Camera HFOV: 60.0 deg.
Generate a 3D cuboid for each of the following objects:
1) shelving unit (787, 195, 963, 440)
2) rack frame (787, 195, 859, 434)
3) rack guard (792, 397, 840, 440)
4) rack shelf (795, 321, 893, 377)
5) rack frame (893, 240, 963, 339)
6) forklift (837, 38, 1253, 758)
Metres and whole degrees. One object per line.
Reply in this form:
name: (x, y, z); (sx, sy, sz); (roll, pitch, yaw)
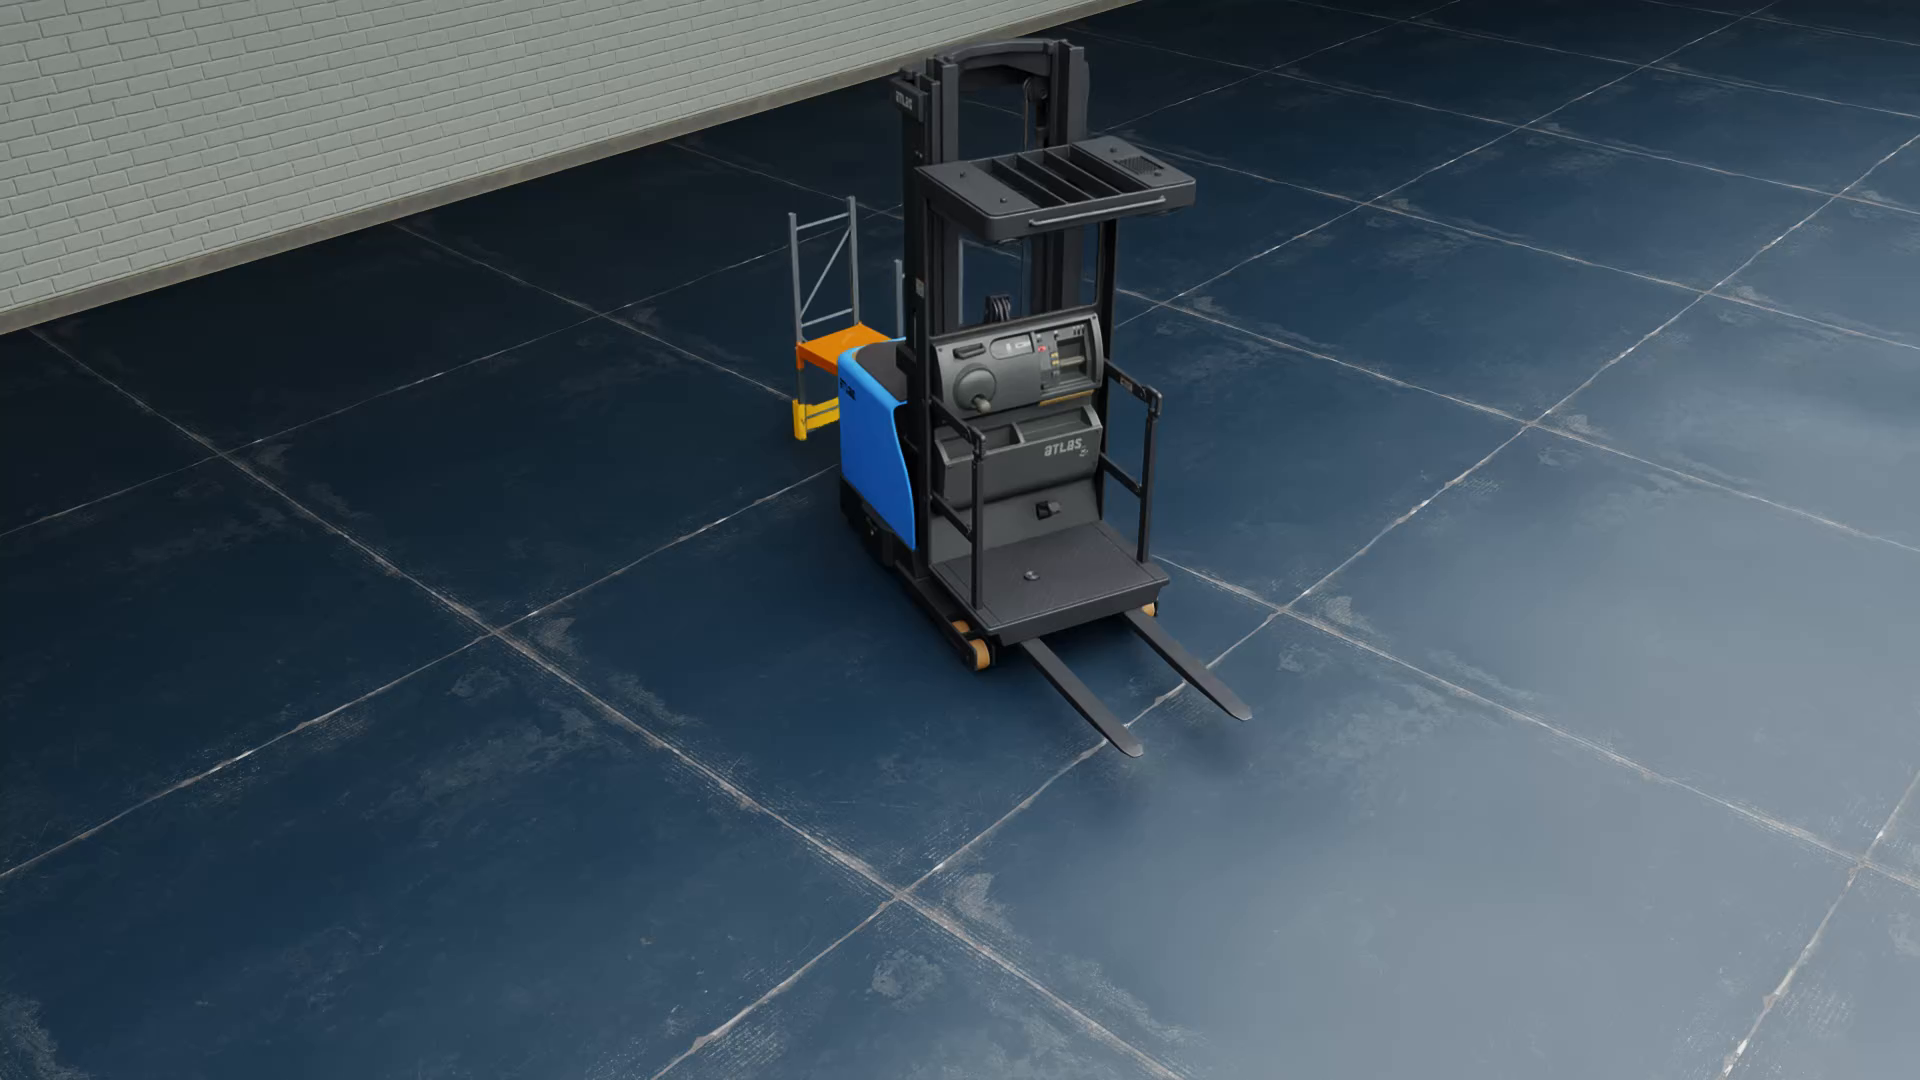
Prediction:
shelving unit: (-0.510, -1.211, 10.252); (0.587, 1.500, 1.083); (-24, 39, -34)
rack frame: (-0.850, -1.412, 10.586); (0.500, 1.500, 0.032); (-24, 39, -34)
rack guard: (-0.837, -0.869, 10.896); (0.587, 0.250, 0.087); (-24, 39, -34)
rack shelf: (-0.516, -1.060, 10.350); (0.538, 0.185, 1.000); (-24, 39, -34)
rack frame: (-0.182, -1.017, 9.929); (0.500, 1.500, 0.032); (-24, 39, -34)
forklift: (0.406, -0.843, 8.253); (1.130, 2.935, 3.031); (-15, 34, -23)
